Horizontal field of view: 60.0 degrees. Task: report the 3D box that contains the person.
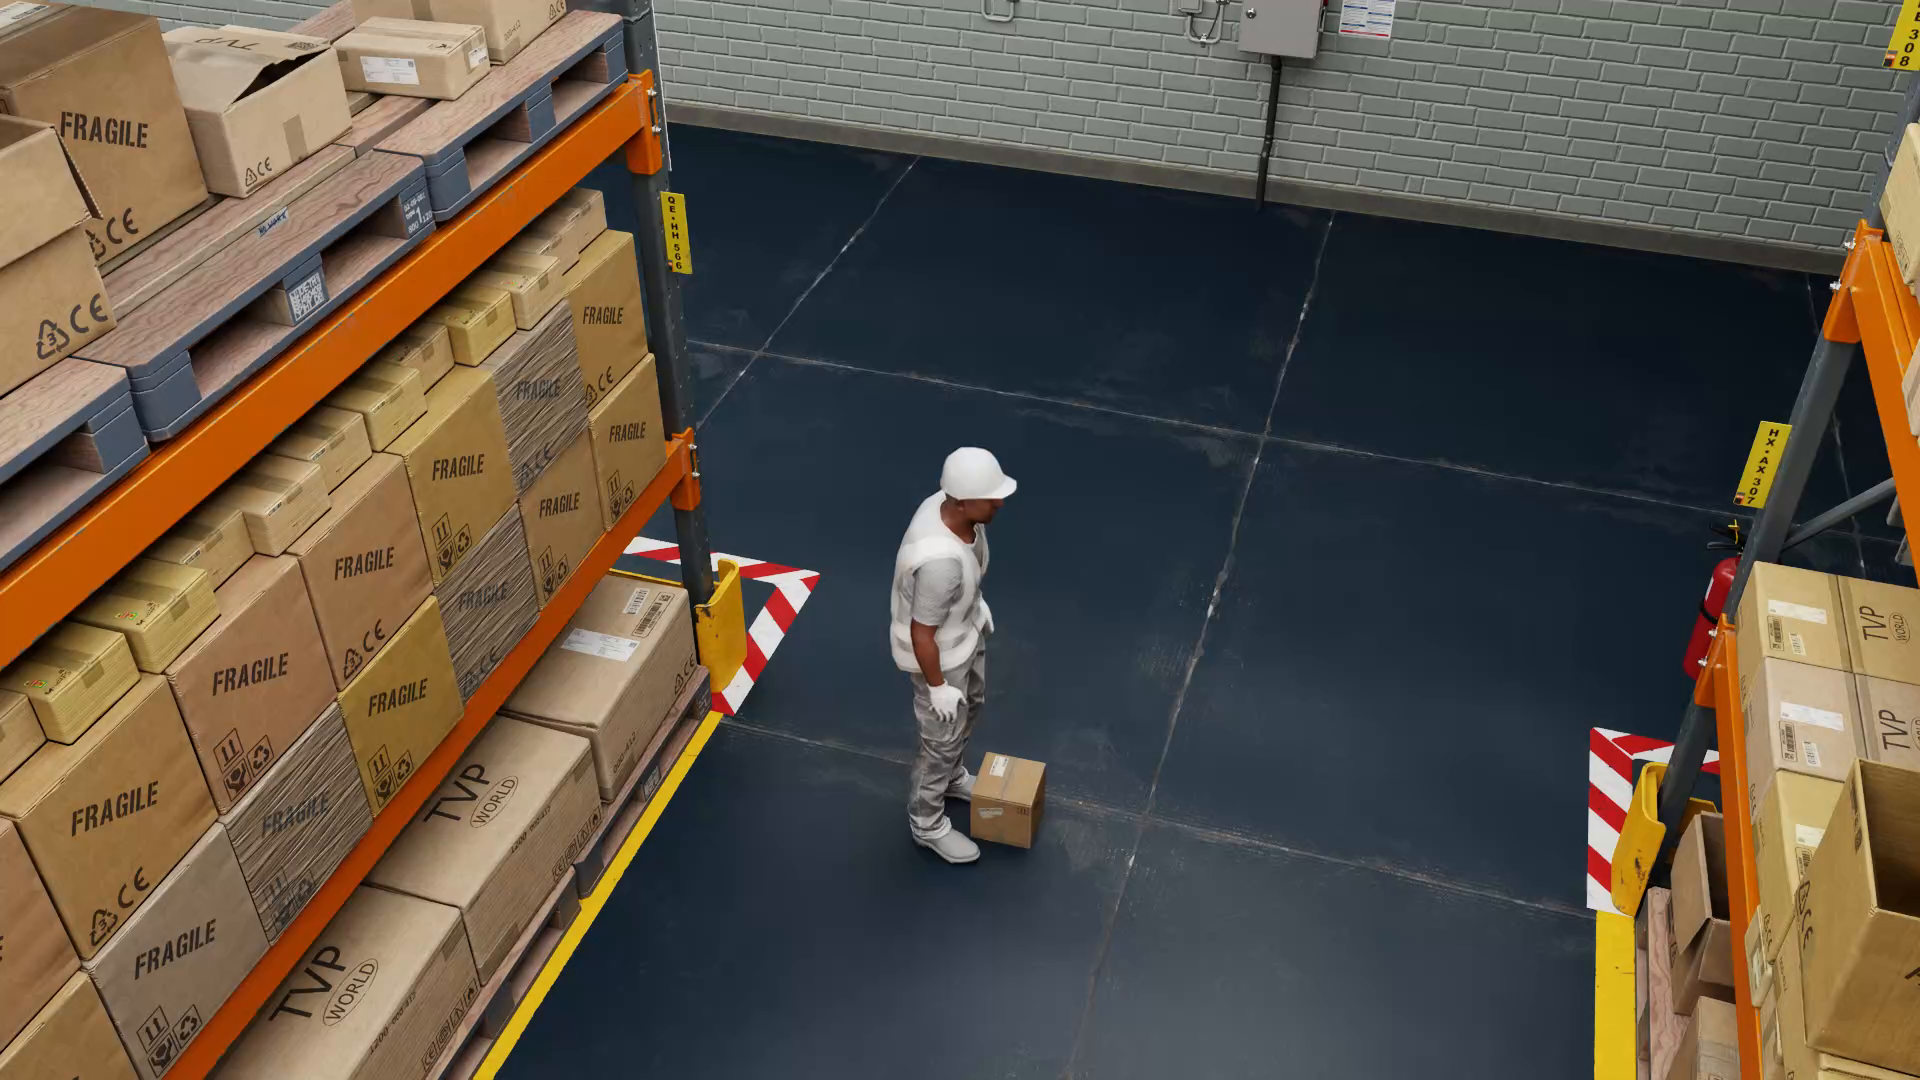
[{"bbox_3d":[-0.024,0.406,6.338,0.447,1.775,0.633,9,38,12],"label":"person"}]
